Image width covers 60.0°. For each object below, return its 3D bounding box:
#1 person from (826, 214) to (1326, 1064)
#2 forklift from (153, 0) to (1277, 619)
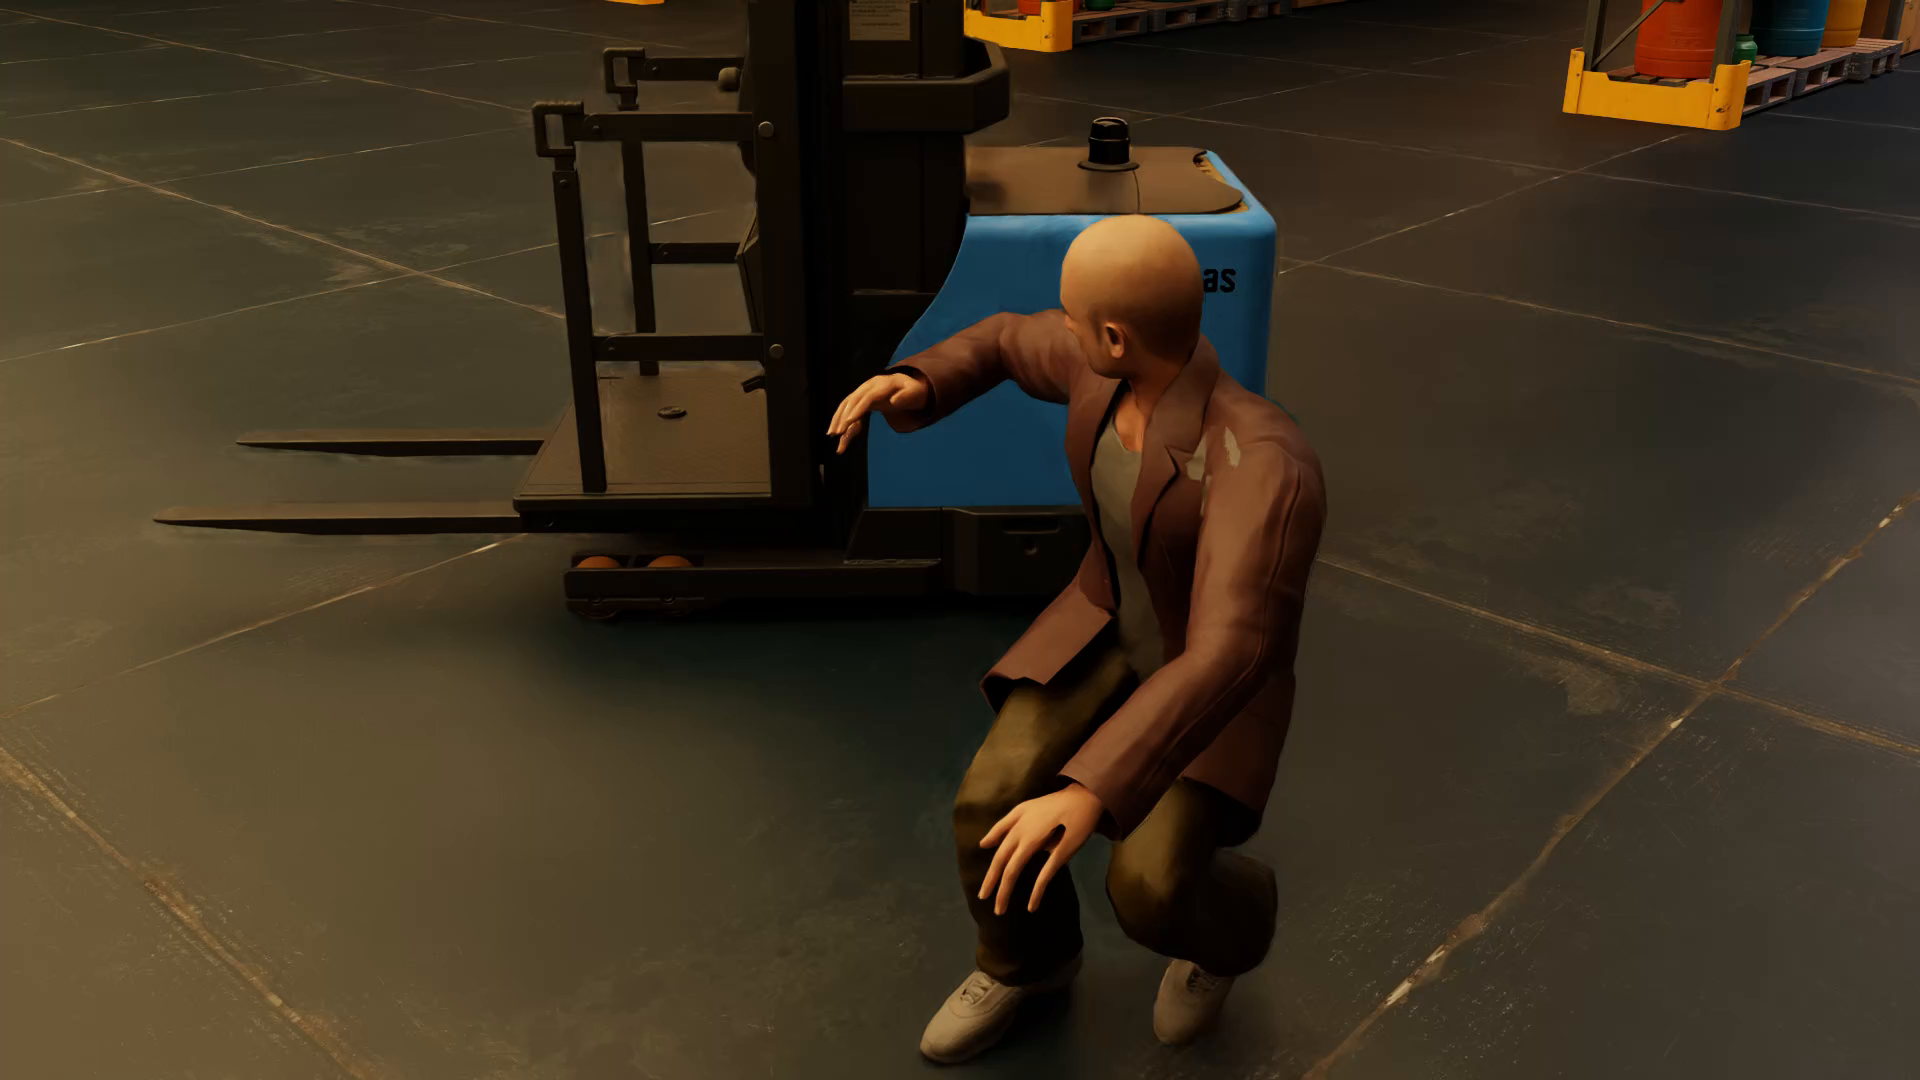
[{"bbox_3d":[0.154,0.241,2.606,0.844,1.502,0.991,19,30,37],"label":"person"},{"bbox_3d":[-0.708,-1.344,4.392,3.031,2.935,1.130,-1,24,-1],"label":"forklift"}]
